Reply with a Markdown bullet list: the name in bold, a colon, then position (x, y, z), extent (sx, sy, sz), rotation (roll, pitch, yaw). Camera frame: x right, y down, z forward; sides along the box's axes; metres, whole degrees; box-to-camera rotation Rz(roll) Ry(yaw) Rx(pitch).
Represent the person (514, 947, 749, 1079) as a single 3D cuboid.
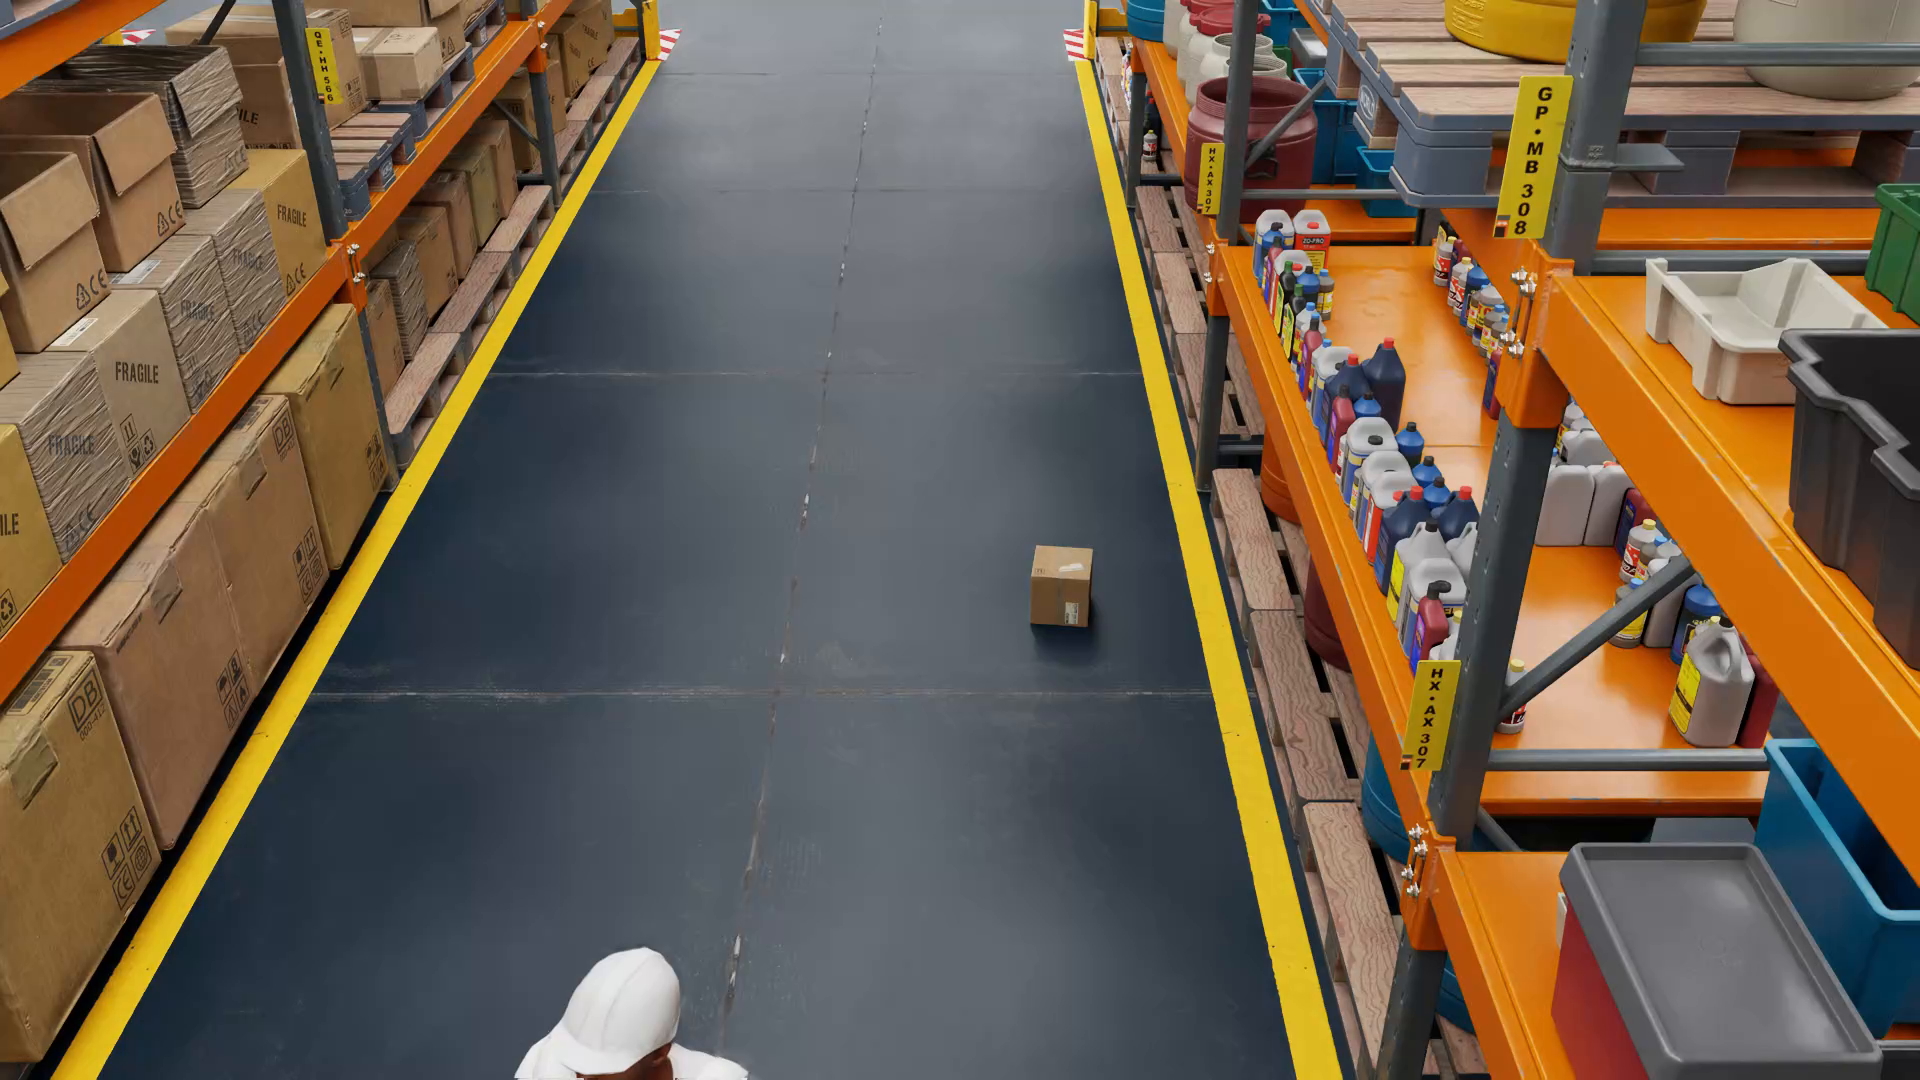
- **person**: position (-0.667, 1.545, 3.544), extent (0.573, 1.753, 0.684), rotation (8, 32, 13)
